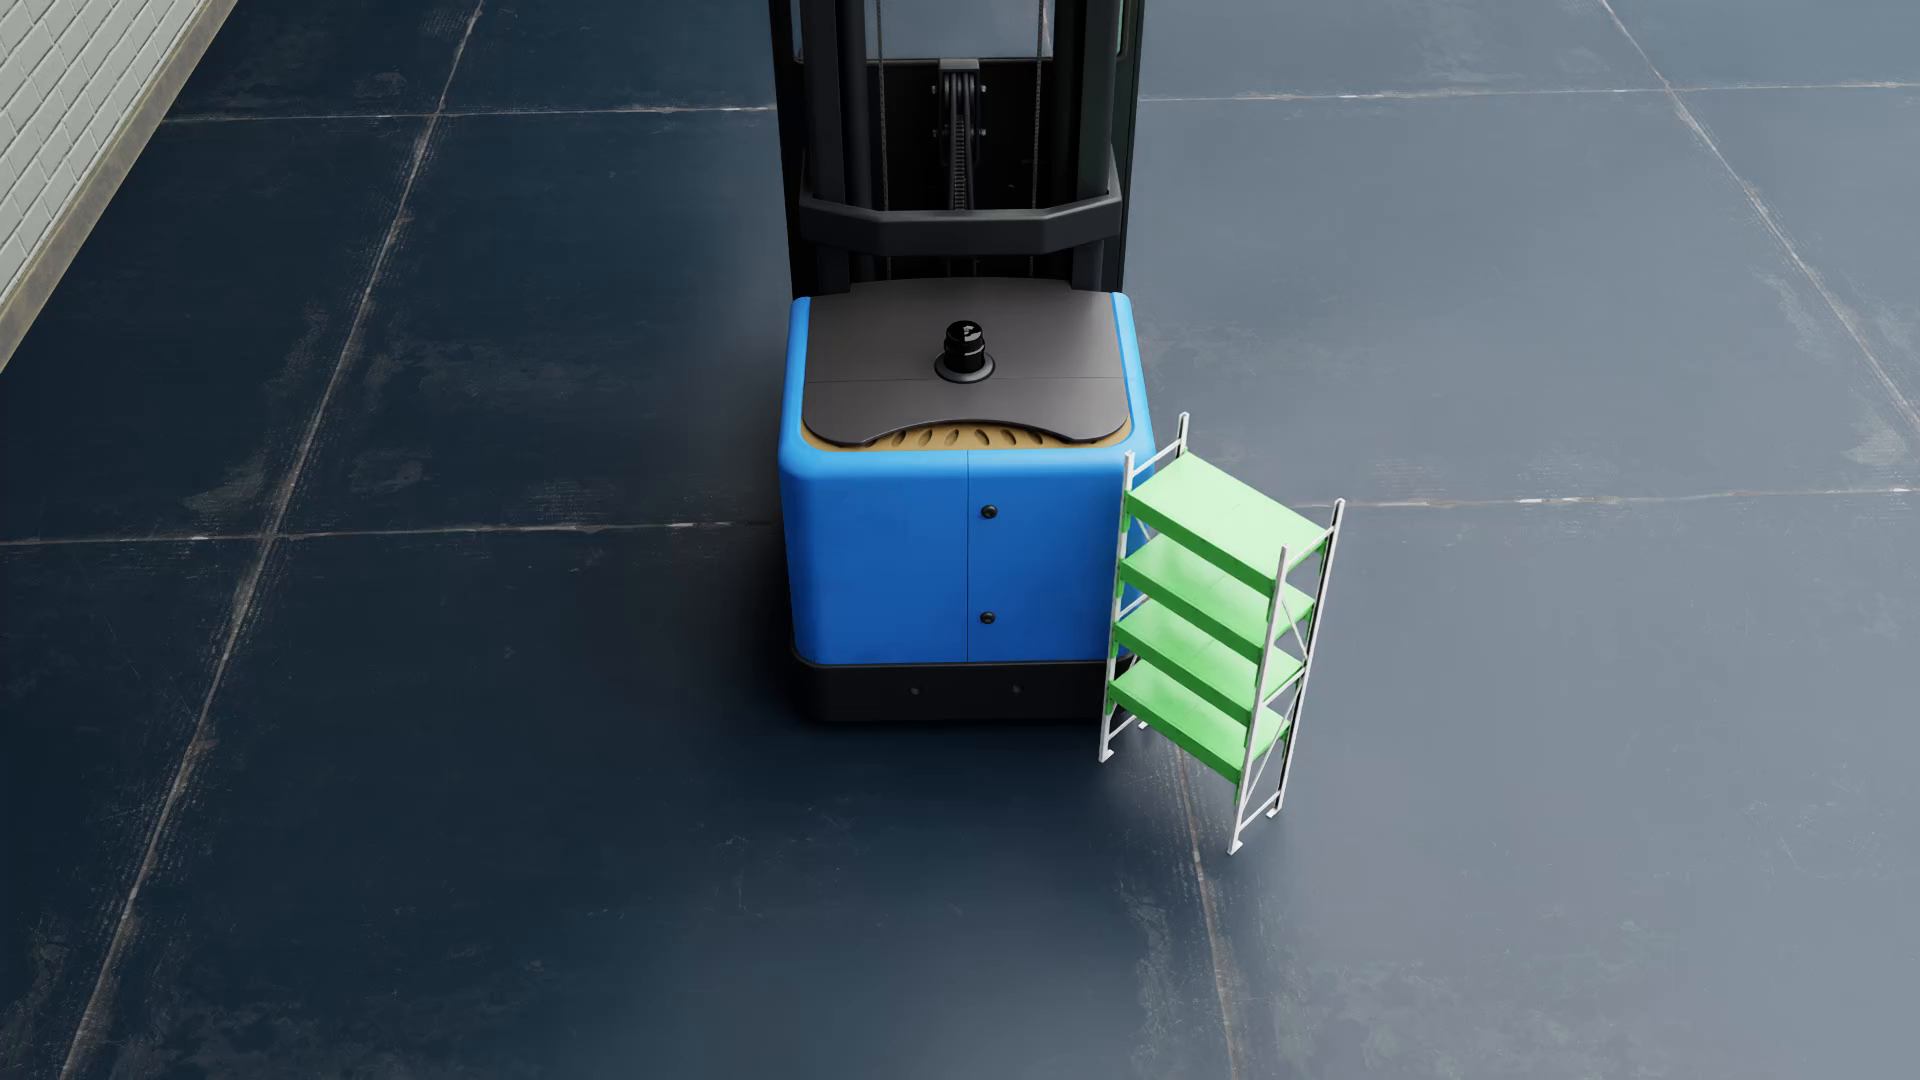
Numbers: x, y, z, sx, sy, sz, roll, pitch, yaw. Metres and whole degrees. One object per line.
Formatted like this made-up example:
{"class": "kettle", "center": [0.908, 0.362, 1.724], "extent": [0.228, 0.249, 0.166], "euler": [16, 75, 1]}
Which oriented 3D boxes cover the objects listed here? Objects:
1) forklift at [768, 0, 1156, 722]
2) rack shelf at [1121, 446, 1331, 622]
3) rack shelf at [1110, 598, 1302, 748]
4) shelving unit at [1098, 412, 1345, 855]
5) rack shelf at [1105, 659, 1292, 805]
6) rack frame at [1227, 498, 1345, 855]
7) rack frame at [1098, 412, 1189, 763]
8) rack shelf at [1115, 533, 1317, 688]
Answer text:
{"class": "forklift", "center": [-0.015, -1.506, 5.224], "extent": [1.130, 2.935, 3.031], "euler": [-1, 43, -1]}
{"class": "rack shelf", "center": [0.681, -0.022, 4.270], "extent": [0.480, 0.148, 0.258], "euler": [34, 52, 31]}
{"class": "rack shelf", "center": [0.681, 0.332, 4.594], "extent": [0.480, 0.148, 0.258], "euler": [34, 52, 31]}
{"class": "shelving unit", "center": [0.681, 0.285, 4.551], "extent": [0.503, 1.200, 0.258], "euler": [34, 52, 31]}
{"class": "rack shelf", "center": [0.681, 0.509, 4.757], "extent": [0.480, 0.148, 0.258], "euler": [34, 52, 31]}
{"class": "rack frame", "center": [0.855, 0.401, 4.425], "extent": [0.015, 1.200, 0.240], "euler": [34, 52, 31]}
{"class": "rack frame", "center": [0.507, 0.169, 4.677], "extent": [0.015, 1.200, 0.240], "euler": [34, 52, 31]}
{"class": "rack shelf", "center": [0.681, 0.155, 4.432], "extent": [0.480, 0.148, 0.258], "euler": [34, 52, 31]}
